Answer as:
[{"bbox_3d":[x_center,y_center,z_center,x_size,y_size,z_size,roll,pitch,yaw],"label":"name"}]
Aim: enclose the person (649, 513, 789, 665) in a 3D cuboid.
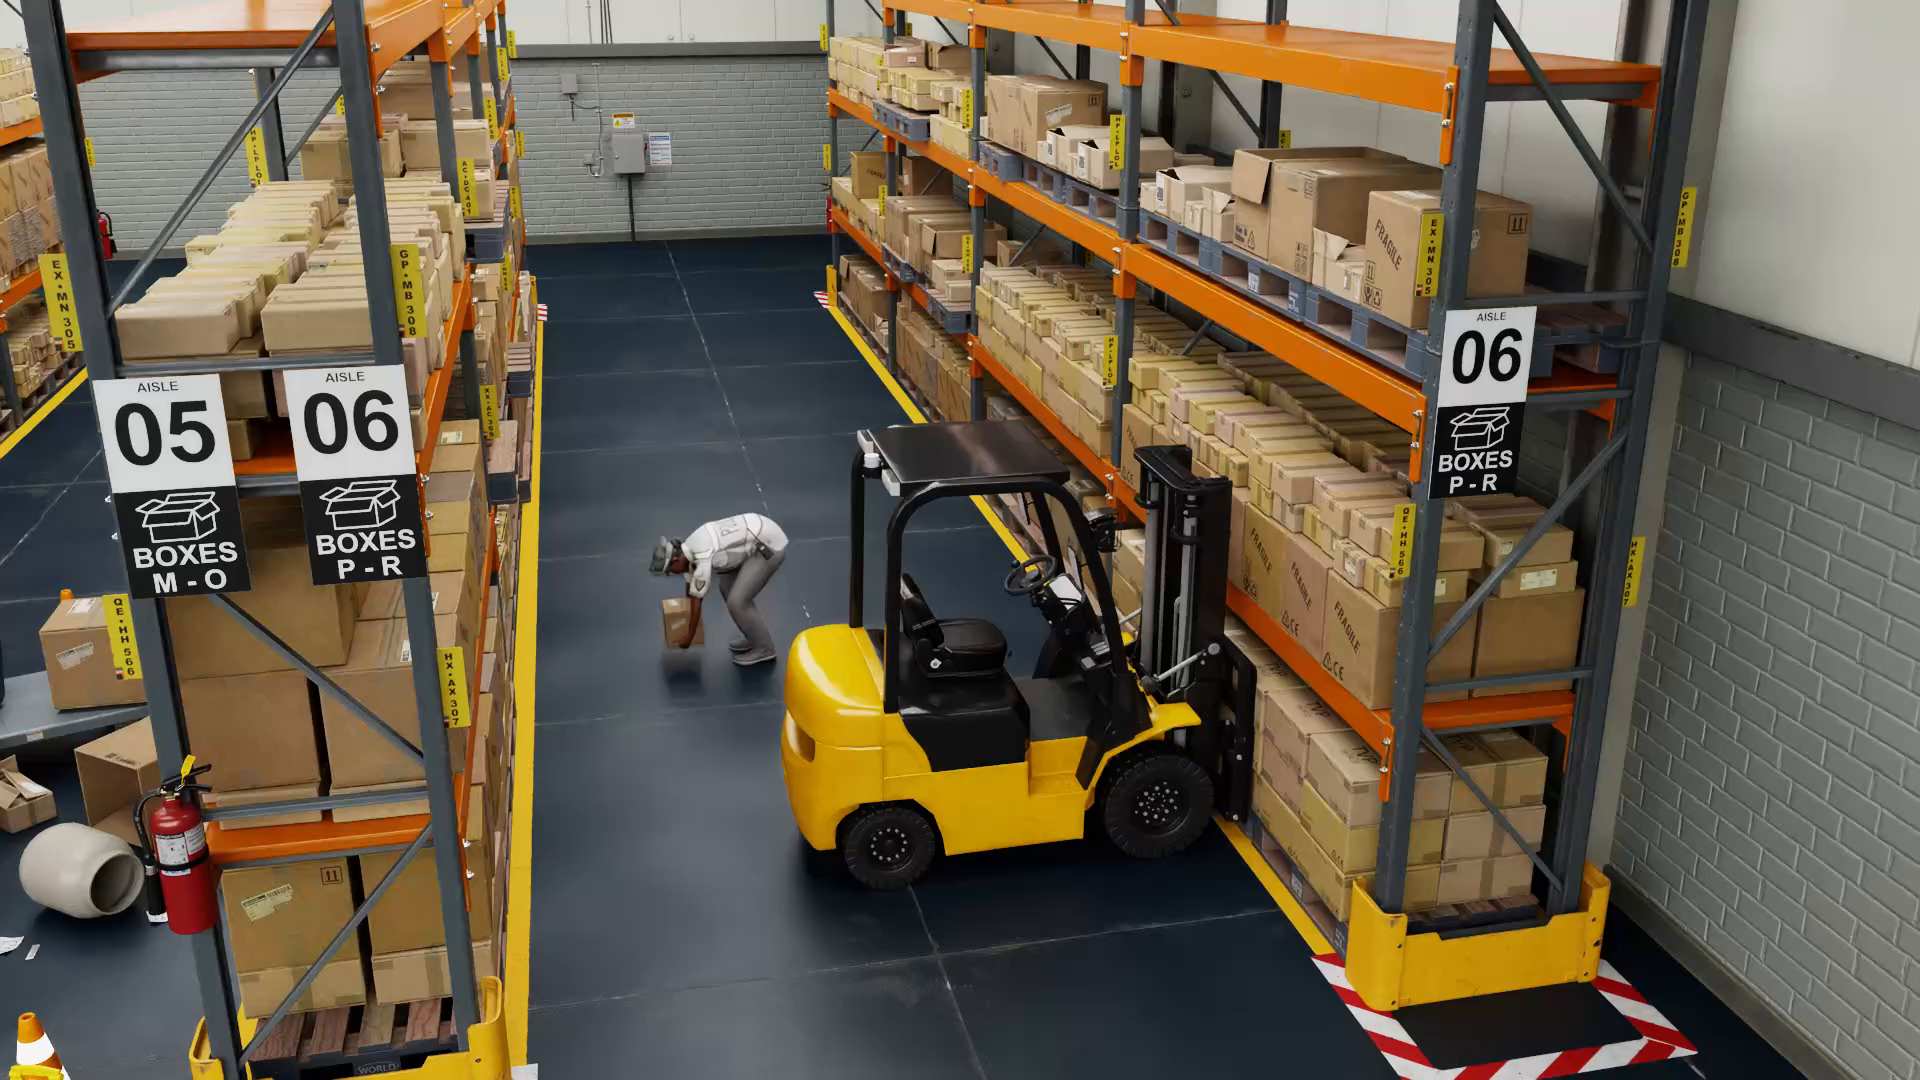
[{"bbox_3d":[-1.605,0.337,11.138,0.927,0.987,0.449,-5,20,-15],"label":"person"}]
